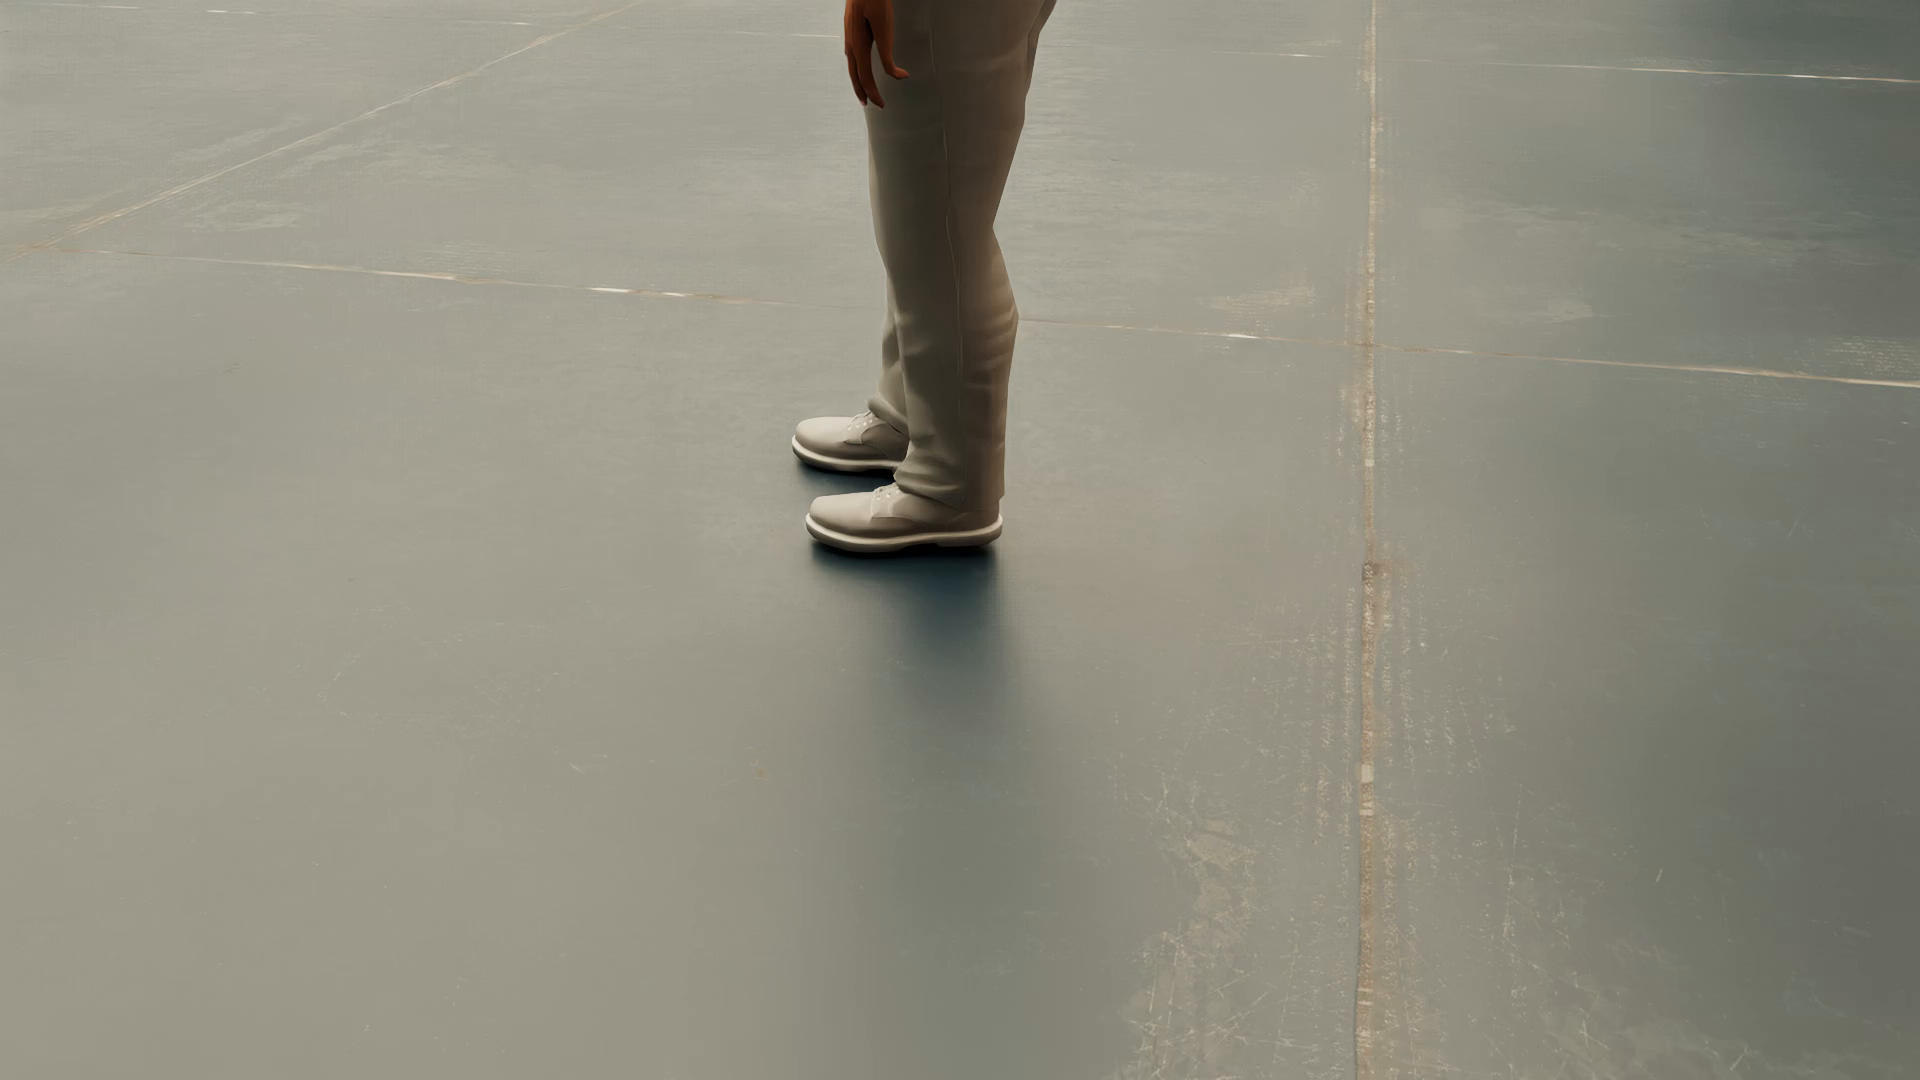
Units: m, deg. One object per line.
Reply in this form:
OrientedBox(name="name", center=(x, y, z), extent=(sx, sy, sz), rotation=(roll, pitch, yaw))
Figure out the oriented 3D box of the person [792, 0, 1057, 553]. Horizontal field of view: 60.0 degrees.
OrientedBox(name="person", center=(-0.068, -0.778, 2.148), extent=(0.530, 1.692, 0.569), rotation=(6, 27, 11))
